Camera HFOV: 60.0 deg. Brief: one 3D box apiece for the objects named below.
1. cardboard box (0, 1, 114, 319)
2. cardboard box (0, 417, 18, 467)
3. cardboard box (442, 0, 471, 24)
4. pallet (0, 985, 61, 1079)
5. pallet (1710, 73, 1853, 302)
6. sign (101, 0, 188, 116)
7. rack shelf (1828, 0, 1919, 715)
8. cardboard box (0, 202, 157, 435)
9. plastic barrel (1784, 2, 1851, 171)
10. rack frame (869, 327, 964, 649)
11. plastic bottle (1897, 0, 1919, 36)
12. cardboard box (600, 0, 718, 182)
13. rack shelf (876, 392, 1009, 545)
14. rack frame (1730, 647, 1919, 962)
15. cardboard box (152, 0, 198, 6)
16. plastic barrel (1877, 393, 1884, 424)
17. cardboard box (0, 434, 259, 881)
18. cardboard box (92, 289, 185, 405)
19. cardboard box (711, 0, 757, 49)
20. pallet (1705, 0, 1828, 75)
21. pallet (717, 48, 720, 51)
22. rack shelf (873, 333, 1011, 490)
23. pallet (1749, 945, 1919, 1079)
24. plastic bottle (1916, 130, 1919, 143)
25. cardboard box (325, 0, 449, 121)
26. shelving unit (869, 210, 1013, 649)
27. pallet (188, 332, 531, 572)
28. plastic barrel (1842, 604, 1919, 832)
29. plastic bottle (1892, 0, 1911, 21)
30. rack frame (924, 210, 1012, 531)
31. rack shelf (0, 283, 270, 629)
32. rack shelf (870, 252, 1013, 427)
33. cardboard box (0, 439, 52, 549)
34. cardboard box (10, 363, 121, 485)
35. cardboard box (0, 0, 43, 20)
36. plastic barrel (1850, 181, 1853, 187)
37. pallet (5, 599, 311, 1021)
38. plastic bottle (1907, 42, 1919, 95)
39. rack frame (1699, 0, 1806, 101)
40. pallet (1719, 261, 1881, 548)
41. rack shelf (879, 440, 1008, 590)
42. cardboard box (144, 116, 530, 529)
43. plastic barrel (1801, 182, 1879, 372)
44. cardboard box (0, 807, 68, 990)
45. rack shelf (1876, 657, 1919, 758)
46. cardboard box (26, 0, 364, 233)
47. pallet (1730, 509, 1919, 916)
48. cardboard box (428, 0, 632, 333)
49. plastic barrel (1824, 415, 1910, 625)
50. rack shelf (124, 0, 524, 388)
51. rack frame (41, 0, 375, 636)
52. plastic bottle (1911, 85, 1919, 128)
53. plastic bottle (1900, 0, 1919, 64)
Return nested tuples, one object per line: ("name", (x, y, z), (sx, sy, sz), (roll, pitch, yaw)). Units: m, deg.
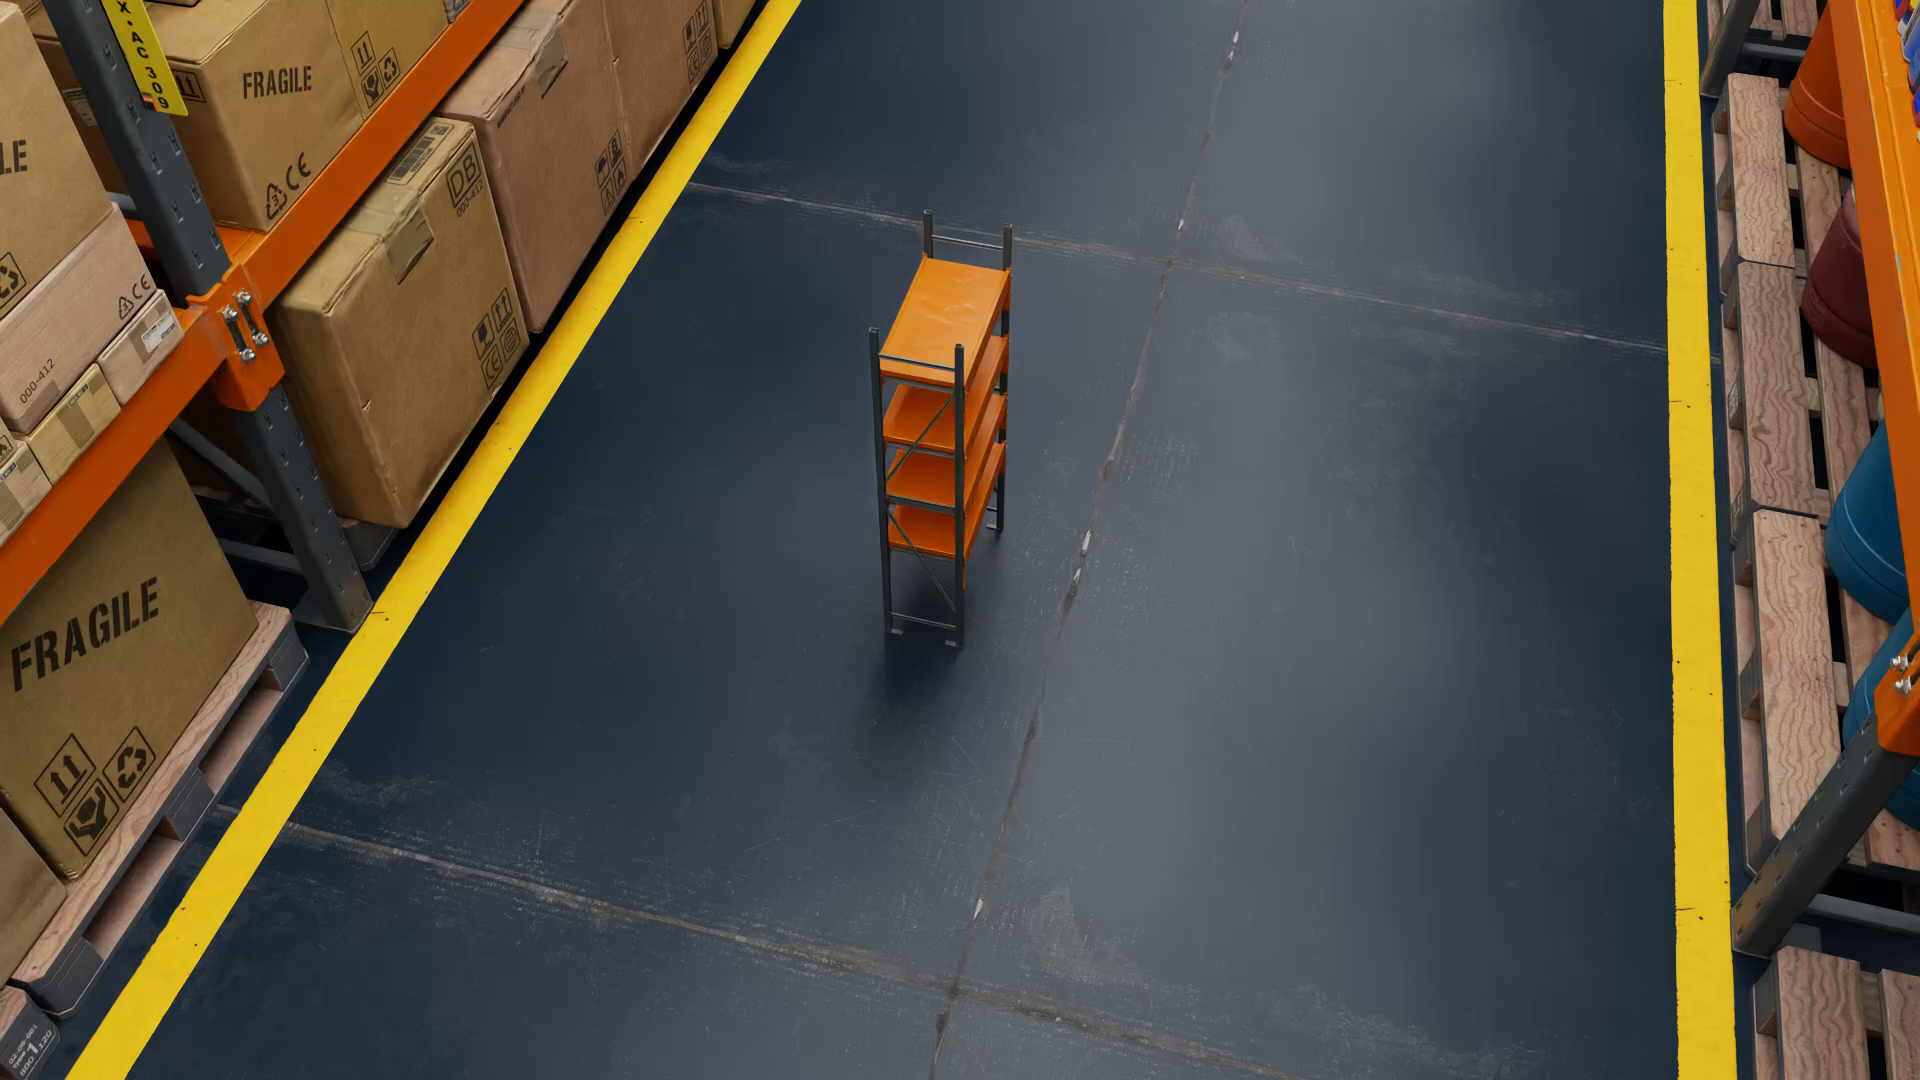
("cardboard box", (-2.146, -0.759, 3.321), (0.500, 0.500, 0.500), (13, 50, 11))
("cardboard box", (-2.280, -0.150, 3.283), (0.500, 0.250, 0.500), (13, 50, 11))
("cardboard box", (-1.657, -1.889, 4.850), (0.500, 0.500, 0.500), (11, 49, 9))
("pallet", (-2.877, 1.495, 3.789), (1.003, 0.211, 1.213), (12, 50, 10))
("pallet", (3.381, -1.262, 6.223), (1.003, 0.211, 1.213), (12, 50, 10))
("sign", (-1.747, -1.051, 3.547), (0.100, 0.325, 0.005), (12, 50, 10))
("rack shelf", (3.022, -1.078, 4.681), (1.077, 0.370, 4.000), (12, 50, 10))
("cardboard box", (-2.146, -0.525, 3.614), (0.500, 0.250, 0.500), (11, 49, 9))
("plastic barrel", (3.436, -1.827, 6.029), (0.600, 0.830, 0.708), (12, 50, 10))
("rack frame", (-0.108, -0.101, 4.539), (0.240, 1.200, 0.015), (12, 50, 10))
("plastic bottle", (2.762, -1.557, 4.710), (0.097, 0.271, 0.097), (0, 49, 0))
("cardboard box", (-1.674, -2.038, 6.185), (1.225, 0.875, 0.875), (12, 50, 10))
("rack shelf", (-0.044, -0.233, 4.745), (0.258, 0.148, 0.480), (12, 50, 10))
("rack frame", (2.496, 0.130, 3.134), (1.000, 3.000, 0.127), (12, 50, 10))
("cardboard box", (-2.123, -1.676, 3.993), (0.797, 0.503, 0.637), (10, 49, 9))
("plastic barrel", (3.076, -0.479, 5.051), (0.421, 0.512, 0.421), (0, 49, 0))
("cardboard box", (-2.534, 0.179, 4.229), (0.875, 0.875, 0.875), (12, 50, 10))
("cardboard box", (-2.047, -0.479, 3.840), (0.380, 0.149, 0.250), (12, 50, 10))
("cardboard box", (-1.432, -2.681, 6.753), (1.225, 0.875, 0.875), (9, 49, 8))
("pallet", (3.790, -2.393, 7.221), (1.003, 0.211, 1.213), (12, 50, 10))
("pallet", (-1.510, -2.262, 7.106), (1.003, 0.211, 1.213), (12, 50, 10))
("rack shelf", (-0.044, -0.381, 4.577), (0.258, 0.148, 0.480), (12, 50, 10))
("pallet", (2.340, 1.593, 3.704), (1.003, 0.211, 1.213), (12, 50, 10))
("plastic bottle", (2.617, -1.136, 4.385), (0.097, 0.201, 0.097), (0, 49, 0))
("cardboard box", (-1.789, -1.527, 4.531), (0.500, 0.500, 0.500), (12, 50, 10))
("shelving unit", (-0.044, -0.277, 4.694), (0.258, 1.200, 0.503), (12, 50, 10))
("pallet", (-2.152, -0.497, 5.548), (1.003, 0.211, 1.213), (12, 50, 10))
("plastic barrel", (2.655, 0.296, 4.108), (0.600, 0.901, 0.708), (12, 50, 10))
("plastic bottle", (2.775, -1.648, 4.782), (0.061, 0.283, 0.133), (12, 50, 10))
("rack frame", (0.021, -0.454, 4.850), (0.240, 1.200, 0.015), (12, 50, 10))
("rack shelf", (-2.809, 0.838, 2.990), (1.077, 0.370, 4.000), (12, 50, 10))
("rack shelf", (-0.044, -0.537, 4.400), (0.258, 0.148, 0.480), (12, 50, 10))
("cardboard box", (-2.182, -0.107, 3.511), (0.380, 0.149, 0.250), (11, 49, 9))
("cardboard box", (-2.115, -0.292, 3.675), (0.380, 0.149, 0.250), (12, 50, 11))
("cardboard box", (-2.423, -1.272, 4.306), (0.500, 0.500, 0.500), (12, 50, 10))
("plastic barrel", (3.374, -1.295, 5.772), (0.421, 0.512, 0.421), (0, 49, 0))
("pallet", (-2.558, 0.610, 4.571), (1.003, 0.211, 1.213), (12, 50, 10))
("plastic bottle", (2.712, -1.380, 4.500), (0.144, 0.351, 0.185), (12, 50, 10))
("rack frame", (3.548, -2.763, 5.688), (1.000, 3.000, 0.127), (12, 50, 10))
("pallet", (3.058, -0.382, 5.446), (1.003, 0.211, 1.213), (12, 50, 10))
("rack shelf", (-0.044, -0.101, 4.894), (0.258, 0.148, 0.480), (12, 50, 10))
("cardboard box", (-2.134, -0.750, 5.048), (1.225, 0.875, 0.875), (12, 50, 10))
("plastic barrel", (3.139, -0.930, 5.398), (0.600, 0.588, 0.708), (12, 50, 10))
("cardboard box", (-2.770, 0.830, 3.654), (0.875, 0.875, 0.875), (12, 50, 10))
("rack shelf", (1.969, 1.815, 2.127), (1.077, 0.370, 4.000), (12, 50, 10))
("cardboard box", (-1.920, -1.164, 4.210), (0.500, 0.500, 0.500), (12, 50, 10))
("pallet", (2.739, 0.503, 4.665), (1.003, 0.211, 1.213), (12, 50, 10))
("cardboard box", (-1.899, -1.396, 5.619), (1.225, 0.875, 0.875), (10, 49, 9))
("plastic barrel", (2.842, -0.217, 4.560), (0.600, 0.901, 0.708), (12, 50, 10))
("rack shelf", (-1.756, -2.056, 5.543), (1.077, 0.370, 4.000), (12, 50, 10))
("rack frame", (-2.283, -0.847, 3.997), (1.000, 3.000, 0.127), (12, 50, 10))
("plastic bottle", (2.630, -1.250, 4.431), (0.061, 0.283, 0.133), (12, 50, 10))
("plastic bottle", (2.758, -1.470, 4.629), (0.152, 0.276, 0.135), (12, 50, 10))
